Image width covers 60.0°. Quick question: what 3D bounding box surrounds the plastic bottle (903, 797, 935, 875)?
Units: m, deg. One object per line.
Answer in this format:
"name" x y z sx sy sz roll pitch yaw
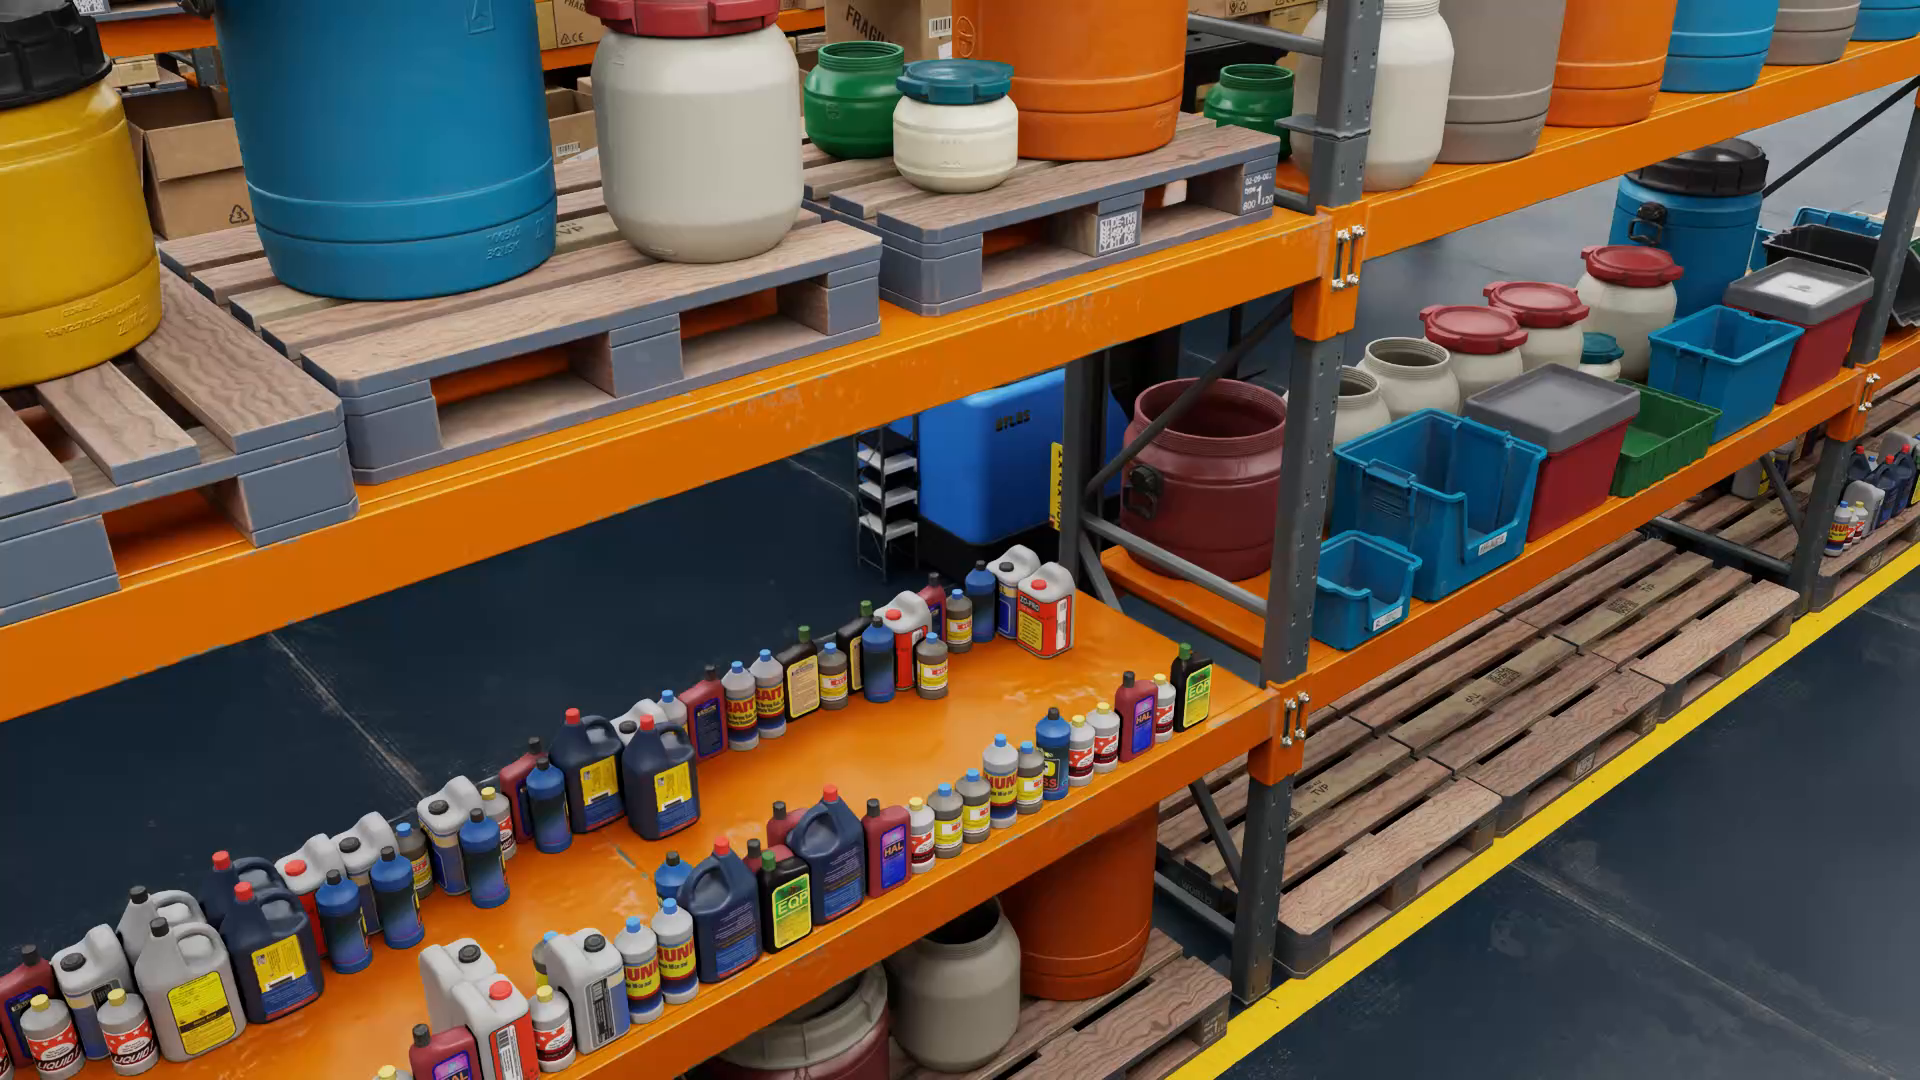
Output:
"plastic bottle" -0.114 0.764 4.348 0.097 0.201 0.097 0 28 0

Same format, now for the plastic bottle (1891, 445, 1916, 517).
"plastic bottle" 4.780 -0.313 8.497 0.185 0.351 0.144 -24 36 -37

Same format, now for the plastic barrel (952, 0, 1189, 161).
"plastic barrel" 0.277 -1.433 4.165 0.708 0.830 0.600 -22 35 -35

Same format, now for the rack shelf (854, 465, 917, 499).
"rack shelf" -0.368 -0.305 8.246 0.200 0.077 0.258 -21 35 -34

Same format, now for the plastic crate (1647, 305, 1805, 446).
"plastic crate" 3.116 -0.675 6.848 0.575 0.384 0.392 -22 35 -35

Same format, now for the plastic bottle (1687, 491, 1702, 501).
"plastic bottle" 3.827 -0.314 8.657 0.097 0.201 0.097 0 28 0

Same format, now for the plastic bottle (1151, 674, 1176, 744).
"plastic bottle" 0.580 0.485 4.870 0.097 0.201 0.097 0 28 0

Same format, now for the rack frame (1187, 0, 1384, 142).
"rack frame" 0.710 -2.554 3.981 0.127 3.000 1.000 -22 35 -35

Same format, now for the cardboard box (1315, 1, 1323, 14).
"cardboard box" 2.435 -3.814 12.283 0.500 0.500 0.875 -22 35 -35

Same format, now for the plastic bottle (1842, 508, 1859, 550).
"plastic bottle" 4.358 -0.063 8.187 0.097 0.201 0.097 0 28 0

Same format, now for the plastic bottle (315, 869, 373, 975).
"plastic bottle" -1.486 0.909 4.003 0.097 0.271 0.097 0 28 0

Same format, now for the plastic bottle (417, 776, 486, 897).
"plastic bottle" -1.302 0.756 4.284 0.135 0.276 0.152 -22 35 -35

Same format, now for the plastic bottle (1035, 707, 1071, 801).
"plastic bottle" 0.256 0.585 4.610 0.097 0.271 0.097 0 28 0

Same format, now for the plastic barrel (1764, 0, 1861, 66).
"plastic barrel" 3.010 -2.242 6.048 0.600 0.901 0.600 0 28 0

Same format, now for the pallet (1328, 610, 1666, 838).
"pallet" 2.253 0.728 7.164 1.213 0.211 1.003 -22 35 -35

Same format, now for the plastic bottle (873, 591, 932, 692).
"plastic bottle" -0.180 0.305 5.128 0.135 0.276 0.152 -22 35 -35

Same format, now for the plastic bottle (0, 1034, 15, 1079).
"plastic bottle" -2.172 1.122 3.679 0.097 0.201 0.097 0 28 0

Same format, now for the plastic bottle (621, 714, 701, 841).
"plastic bottle" -0.807 0.616 4.468 0.185 0.351 0.144 -22 35 -35

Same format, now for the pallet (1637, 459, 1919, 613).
"pallet" 4.291 -0.092 8.698 1.213 0.211 1.003 -22 35 -35

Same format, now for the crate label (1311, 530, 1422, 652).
"crate label" 1.274 0.172 5.424 0.416 0.233 0.303 -22 35 -35

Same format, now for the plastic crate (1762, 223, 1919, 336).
"plastic crate" 4.234 -1.219 7.914 0.504 0.338 0.767 -22 35 -35

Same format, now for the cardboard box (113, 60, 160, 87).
"cardboard box" -5.724 -3.252 11.473 0.250 0.149 0.380 -21 35 -34

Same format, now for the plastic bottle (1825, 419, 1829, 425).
"plastic bottle" 4.954 -0.798 9.489 0.097 0.271 0.097 0 28 0

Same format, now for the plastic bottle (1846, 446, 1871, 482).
"plastic bottle" 4.543 -0.307 8.486 0.185 0.351 0.144 -22 35 -35

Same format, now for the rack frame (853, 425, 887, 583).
"rack frame" -0.446 -0.225 8.216 0.006 0.900 0.240 -21 35 -34

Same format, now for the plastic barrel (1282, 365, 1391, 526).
"plastic barrel" 1.354 -0.348 6.101 0.421 0.512 0.421 0 28 0

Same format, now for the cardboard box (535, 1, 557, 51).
"cardboard box" -3.596 -4.196 13.313 0.500 0.500 0.500 -21 35 -34

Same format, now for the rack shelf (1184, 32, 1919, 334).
"rack shelf" 2.232 -1.525 6.002 4.000 0.370 1.077 -22 35 -35

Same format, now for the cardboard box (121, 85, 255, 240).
"cardboard box" -3.569 -1.754 7.679 0.637 0.503 0.797 -21 35 -34

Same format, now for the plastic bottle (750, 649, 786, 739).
"plastic bottle" -0.564 0.444 4.873 0.097 0.271 0.097 0 28 0

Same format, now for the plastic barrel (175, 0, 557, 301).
"plastic barrel" -1.133 -0.990 3.261 0.708 0.901 0.600 -22 35 -35

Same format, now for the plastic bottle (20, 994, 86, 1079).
"plastic bottle" -2.031 1.103 3.715 0.097 0.201 0.097 0 28 0

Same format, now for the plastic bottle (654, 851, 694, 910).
"plastic bottle" -0.692 0.877 4.064 0.097 0.271 0.097 0 28 0

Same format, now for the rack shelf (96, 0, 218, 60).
"rack shelf" -4.026 -2.077 7.036 4.000 0.370 1.077 -22 35 -35

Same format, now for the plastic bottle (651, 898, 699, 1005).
"plastic bottle" -0.672 0.958 3.911 0.097 0.271 0.097 0 28 0

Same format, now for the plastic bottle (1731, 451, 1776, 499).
"plastic bottle" 4.150 -0.406 8.671 0.185 0.351 0.144 -22 35 -35

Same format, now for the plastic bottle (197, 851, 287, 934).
"plastic bottle" -1.705 0.883 3.968 0.185 0.351 0.144 -22 35 -35

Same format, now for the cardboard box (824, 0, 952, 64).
"cardboard box" -0.157 -3.164 10.406 1.000 1.000 1.000 -22 35 -35

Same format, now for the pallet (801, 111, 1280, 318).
"pallet" 0.065 -0.948 4.360 1.213 0.211 1.003 -22 35 -35

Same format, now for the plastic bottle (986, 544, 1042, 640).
"plastic bottle" 0.171 0.163 5.393 0.135 0.276 0.152 -22 35 -35

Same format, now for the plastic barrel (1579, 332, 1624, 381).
"plastic barrel" 2.647 -0.721 7.062 0.301 0.262 0.301 0 28 0

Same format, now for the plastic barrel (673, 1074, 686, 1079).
"plastic barrel" -0.881 1.710 4.561 0.421 0.512 0.421 0 28 0

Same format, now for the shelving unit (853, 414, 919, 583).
"shelving unit" -0.368 -0.255 8.272 0.210 0.900 0.258 -21 35 -34

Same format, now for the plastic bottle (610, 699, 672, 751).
"plastic bottle" -0.884 0.588 4.599 0.135 0.276 0.152 -22 35 -35

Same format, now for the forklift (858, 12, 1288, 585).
"forklift" 0.921 -1.617 8.666 3.031 2.935 1.130 -21 35 -34

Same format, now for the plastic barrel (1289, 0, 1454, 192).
"plastic barrel" 1.146 -1.265 4.634 0.421 0.512 0.421 0 28 0

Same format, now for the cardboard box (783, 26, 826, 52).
"cardboard box" -1.396 -4.409 15.627 0.875 0.875 0.875 -22 35 -35
